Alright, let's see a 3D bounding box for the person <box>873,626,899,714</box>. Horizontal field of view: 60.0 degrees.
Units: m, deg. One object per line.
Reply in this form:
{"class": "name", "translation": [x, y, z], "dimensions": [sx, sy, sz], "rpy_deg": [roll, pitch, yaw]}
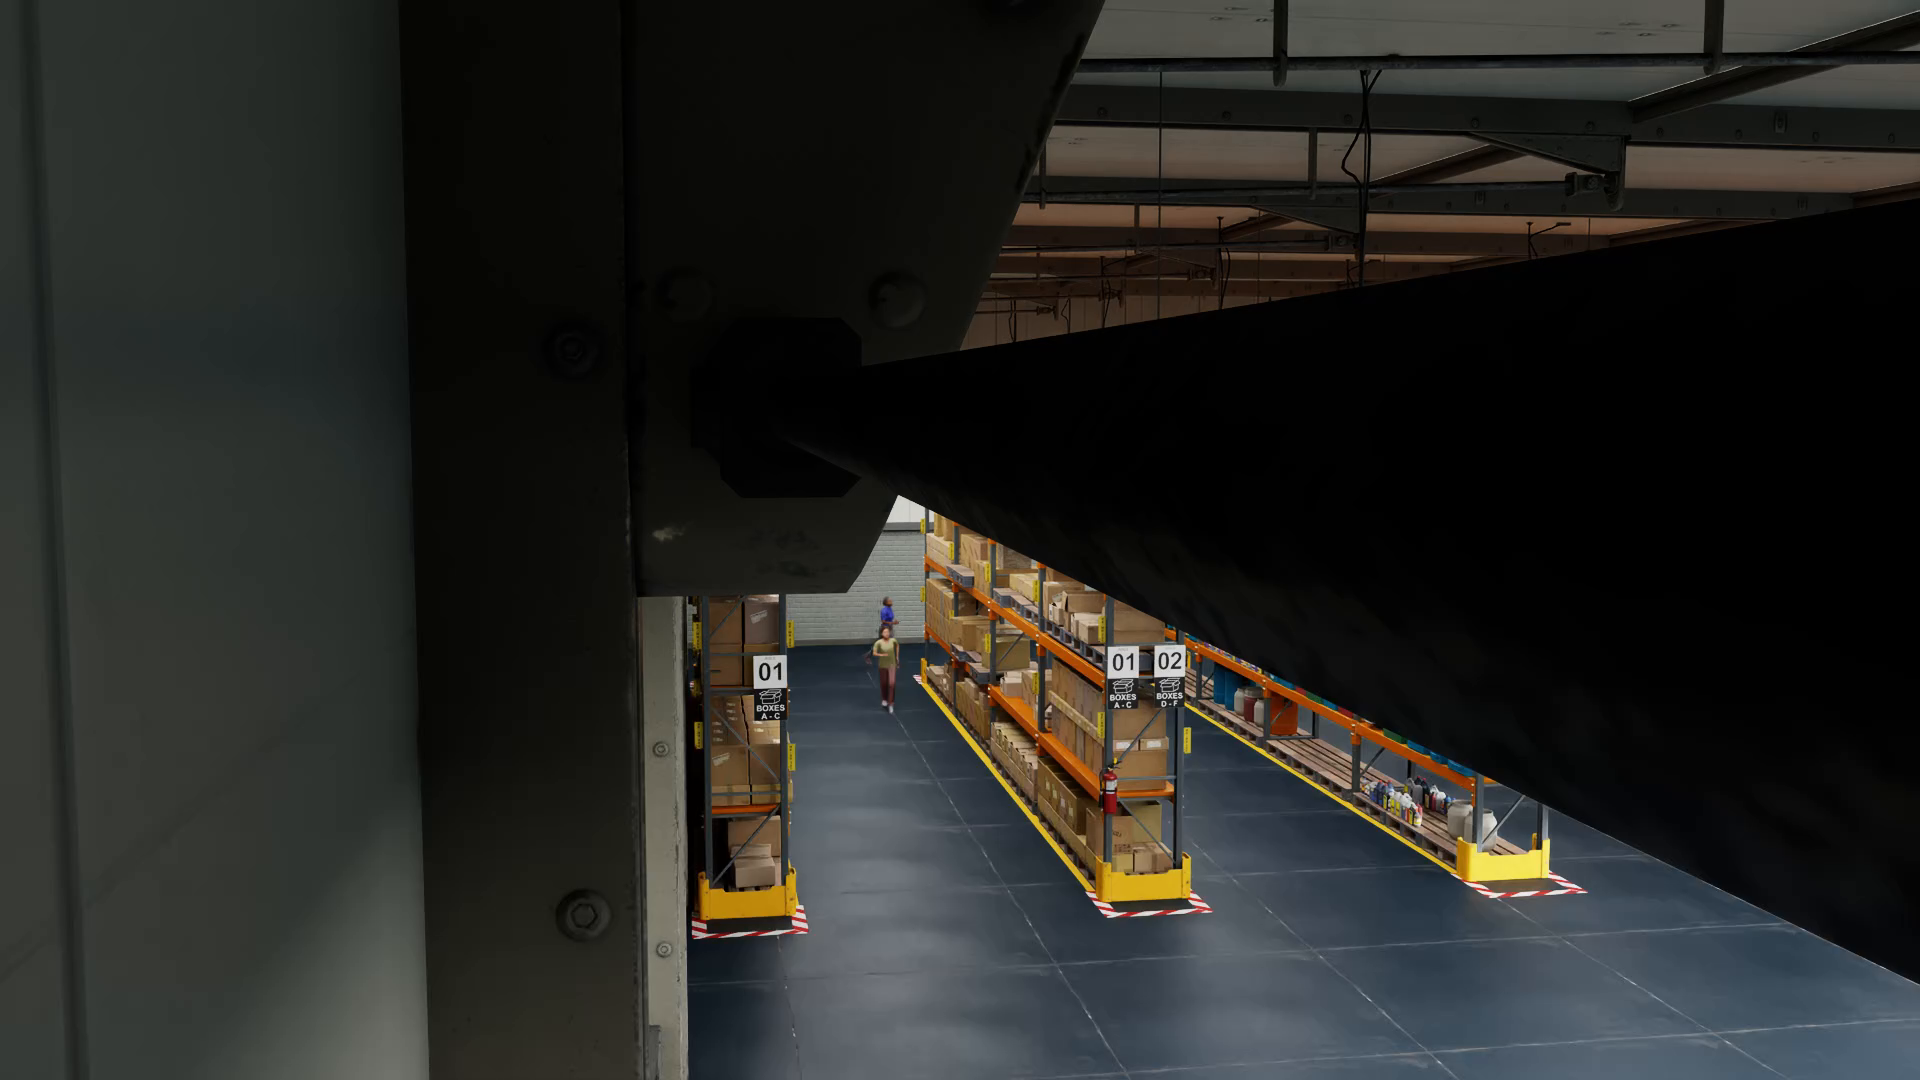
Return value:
{"class": "person", "translation": [-1.477, 2.558, 33.206], "dimensions": [0.540, 1.705, 0.860], "rpy_deg": [-1, 5, -6]}

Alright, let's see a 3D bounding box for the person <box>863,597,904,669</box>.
{"class": "person", "translation": [-1.754, 2.146, 38.356], "dimensions": [0.935, 1.661, 0.592], "rpy_deg": [1, 5, 15]}
